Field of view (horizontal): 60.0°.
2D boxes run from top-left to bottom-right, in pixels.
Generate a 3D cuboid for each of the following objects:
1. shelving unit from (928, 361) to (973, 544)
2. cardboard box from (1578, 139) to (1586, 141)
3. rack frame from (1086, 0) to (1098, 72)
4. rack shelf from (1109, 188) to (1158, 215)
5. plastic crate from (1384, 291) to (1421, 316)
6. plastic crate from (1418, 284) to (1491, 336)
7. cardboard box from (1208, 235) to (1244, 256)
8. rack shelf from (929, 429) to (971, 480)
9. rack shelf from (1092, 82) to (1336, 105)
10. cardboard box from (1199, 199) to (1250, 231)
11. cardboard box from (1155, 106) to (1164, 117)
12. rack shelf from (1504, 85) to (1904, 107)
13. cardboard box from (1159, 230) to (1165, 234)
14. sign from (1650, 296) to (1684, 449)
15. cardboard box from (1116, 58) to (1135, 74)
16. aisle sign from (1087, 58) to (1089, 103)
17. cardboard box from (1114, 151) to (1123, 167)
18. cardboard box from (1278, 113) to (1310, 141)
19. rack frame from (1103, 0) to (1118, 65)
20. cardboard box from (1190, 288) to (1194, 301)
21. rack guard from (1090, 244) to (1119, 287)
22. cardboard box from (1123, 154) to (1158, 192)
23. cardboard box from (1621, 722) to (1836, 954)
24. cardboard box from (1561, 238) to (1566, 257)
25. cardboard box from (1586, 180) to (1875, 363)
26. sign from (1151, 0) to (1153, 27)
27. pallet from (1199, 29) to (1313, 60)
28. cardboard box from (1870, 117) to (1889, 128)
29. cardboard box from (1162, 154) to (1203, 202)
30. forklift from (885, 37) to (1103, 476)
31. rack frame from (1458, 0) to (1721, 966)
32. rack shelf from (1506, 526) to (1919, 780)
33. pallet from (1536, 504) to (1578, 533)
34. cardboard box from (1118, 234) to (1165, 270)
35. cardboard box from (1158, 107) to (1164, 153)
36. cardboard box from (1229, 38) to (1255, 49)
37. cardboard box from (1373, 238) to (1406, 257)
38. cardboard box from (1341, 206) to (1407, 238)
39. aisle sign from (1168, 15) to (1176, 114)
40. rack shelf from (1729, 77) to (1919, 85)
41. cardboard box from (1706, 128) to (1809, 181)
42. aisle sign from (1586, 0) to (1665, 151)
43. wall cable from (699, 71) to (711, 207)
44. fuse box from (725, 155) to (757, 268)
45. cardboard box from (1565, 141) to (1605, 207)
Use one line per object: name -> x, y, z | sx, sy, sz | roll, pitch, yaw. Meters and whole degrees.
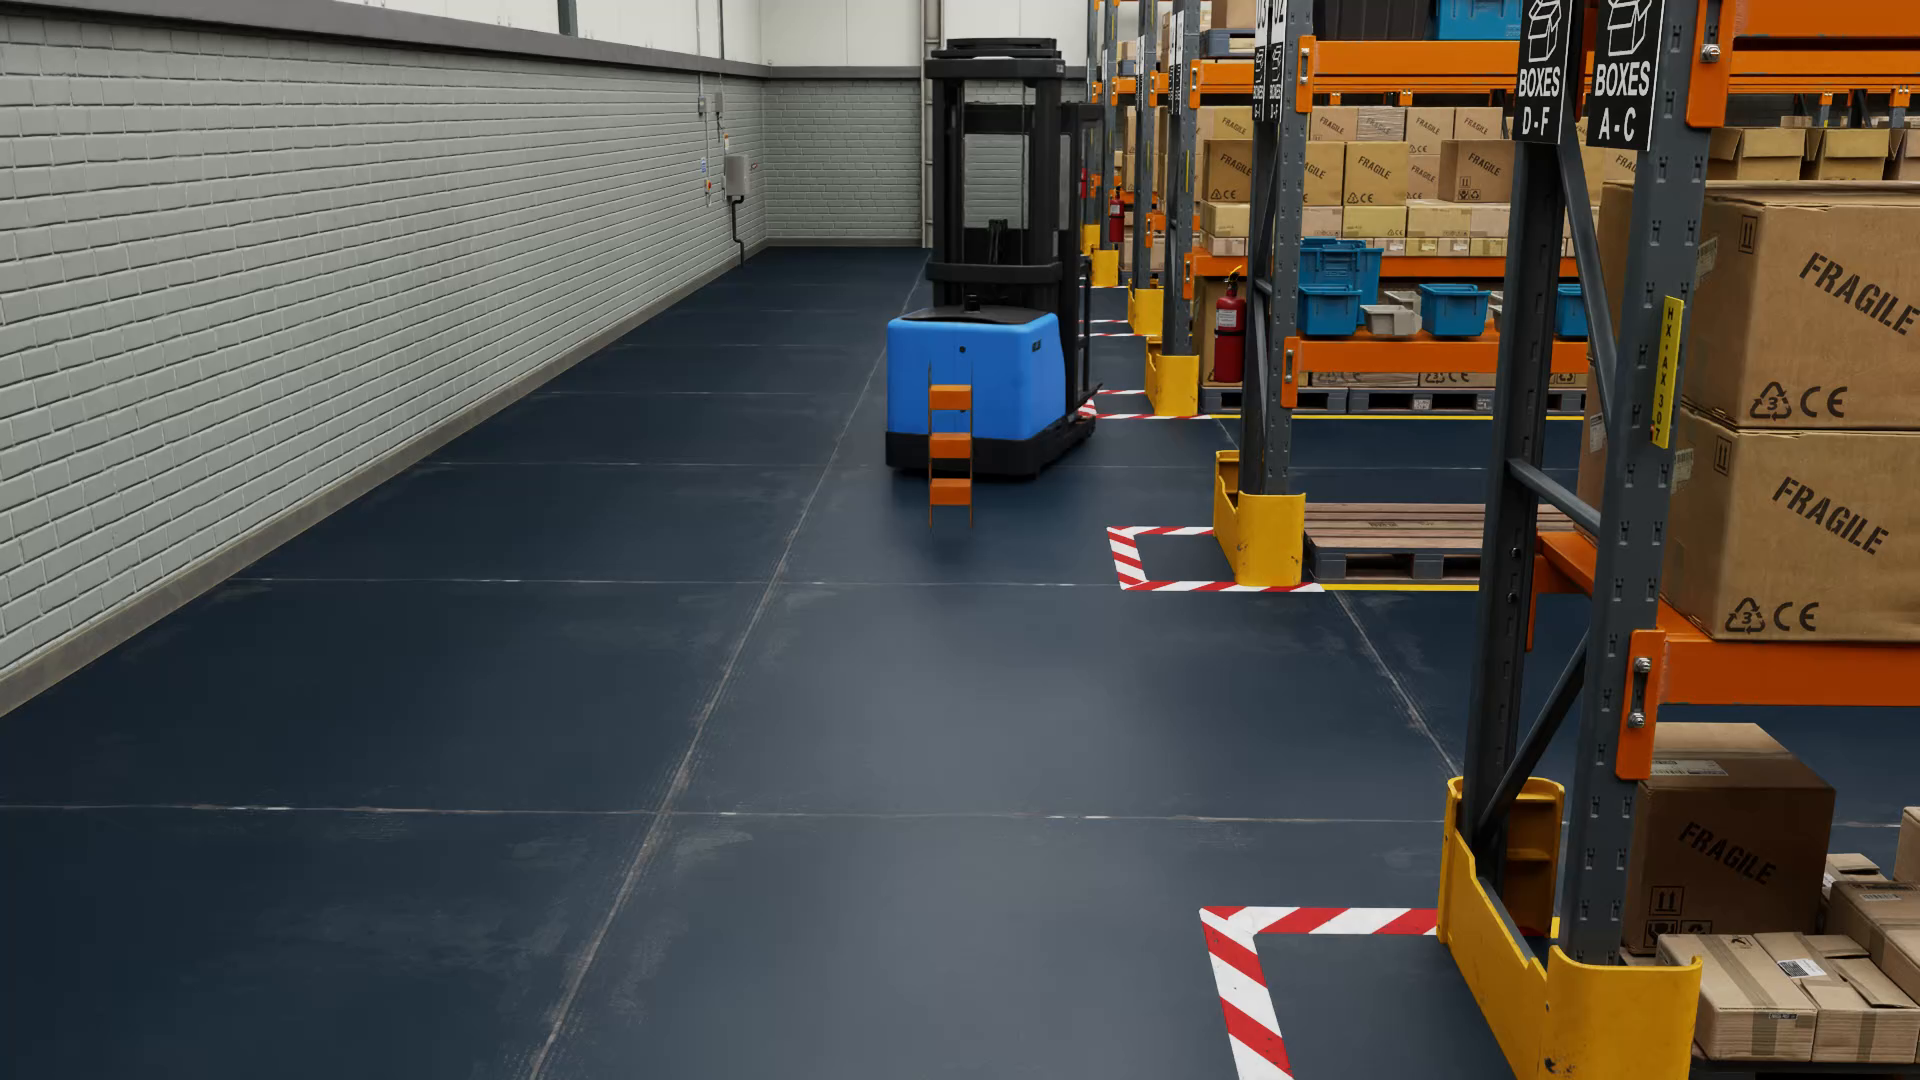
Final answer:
shelving unit -> -0.054, -0.508, 9.707 | 0.252, 1.050, 0.215 | 0, 15, 1
cardboard box -> 5.351, -3.091, 13.918 | 0.500, 0.500, 0.500 | 0, 15, 1
rack frame -> 2.201, -9.309, 27.484 | 0.127, 3.000, 1.000 | 0, 15, 1
rack shelf -> 4.077, -4.782, 23.494 | 4.000, 0.370, 1.077 | 0, 15, 1
plastic crate -> 2.518, -1.295, 9.266 | 0.243, 0.136, 0.396 | 0, 15, 1
plastic crate -> 2.595, -1.210, 8.758 | 0.300, 0.233, 0.416 | 0, 15, 1
cardboard box -> 2.171, -2.407, 13.577 | 0.250, 0.149, 0.380 | 1, 15, 2
rack shelf -> -0.054, -0.498, 9.710 | 0.240, 0.259, 0.215 | 0, 15, 1
rack shelf -> 4.200, -7.498, 27.909 | 4.000, 0.370, 1.077 | 0, 15, 1
cardboard box -> 2.316, -2.751, 14.098 | 0.500, 0.250, 0.500 | 0, 15, 1
cardboard box -> 2.689, -5.931, 23.014 | 0.250, 0.149, 0.380 | 1, 15, 3
rack shelf -> 8.050, -4.943, 18.225 | 4.000, 0.370, 1.077 | 0, 15, 1
cardboard box -> 3.663, -5.359, 28.349 | 0.500, 0.500, 0.700 | 1, 15, 4
sign -> 1.554, -0.369, 3.662 | 0.005, 0.325, 0.100 | 0, 15, 1
cardboard box -> 2.637, -7.857, 27.573 | 0.500, 0.250, 0.500 | 0, 15, 1
aisle sign -> 2.125, -7.591, 27.636 | 0.004, 0.787, 0.394 | 0, 15, 1
cardboard box -> 2.648, -6.408, 27.959 | 0.500, 0.250, 0.500 | 0, 15, 2
cardboard box -> 3.518, -4.474, 18.178 | 0.500, 0.500, 0.500 | 0, 15, 0
rack frame -> 2.078, -8.043, 22.686 | 0.127, 3.000, 1.000 | 0, 15, 1
cardboard box -> 2.570, -2.779, 18.675 | 0.250, 0.149, 0.380 | 1, 15, 4
rack guard -> 2.054, -3.934, 23.771 | 0.348, 0.500, 1.175 | 0, 15, 1
cardboard box -> 2.550, -5.114, 23.149 | 0.500, 0.500, 0.500 | 0, 15, 1
cardboard box -> 2.118, 0.848, 4.785 | 0.500, 0.500, 0.500 | 0, 15, 1
cardboard box -> 4.739, -2.391, 13.516 | 0.250, 0.149, 0.380 | 1, 15, 2
cardboard box -> 2.020, -0.688, 4.412 | 0.500, 0.500, 0.500 | 0, 15, 1
sign -> 2.039, -5.614, 17.646 | 0.005, 0.325, 0.100 | 0, 15, 1
pallet -> 2.567, -4.021, 13.493 | 1.213, 0.211, 1.003 | 0, 15, 1
cardboard box -> 12.643, -5.716, 22.750 | 0.250, 0.149, 0.380 | 0, 15, -1
cardboard box -> 2.494, -3.998, 18.335 | 0.500, 0.500, 0.500 | 1, 15, 4
forklift -> 0.415, -2.185, 12.374 | 1.130, 2.935, 3.031 | 5, 15, 17
rack frame -> 1.568, -0.089, 4.297 | 0.127, 3.000, 1.000 | 0, 15, 1
rack shelf -> 3.567, 0.272, 4.340 | 4.000, 0.370, 1.077 | 0, 15, 1
pallet -> 3.738, 0.020, 9.350 | 1.213, 0.211, 1.003 | 0, 15, 1
cardboard box -> 2.740, -4.128, 23.805 | 0.875, 0.438, 0.875 | 0, 15, 0
cardboard box -> 2.516, -4.616, 18.715 | 0.500, 0.500, 0.500 | 0, 15, 0
cardboard box -> 3.006, -5.427, 17.963 | 0.500, 0.250, 0.500 | 0, 15, 1
cardboard box -> 3.457, -2.400, 13.547 | 0.250, 0.149, 0.380 | 0, 15, 1
cardboard box -> 3.320, -2.609, 13.559 | 0.500, 0.250, 0.500 | 0, 15, 0
aisle sign -> 1.760, -3.949, 13.833 | 0.004, 0.787, 0.394 | 0, 15, 1
rack shelf -> 7.823, -3.679, 13.433 | 4.000, 0.370, 1.077 | 0, 15, 1
cardboard box -> 6.462, -3.121, 13.625 | 0.637, 0.503, 0.797 | 0, 15, 0
aisle sign -> 1.492, -1.271, 3.683 | 0.004, 0.787, 0.394 | 0, 15, 1
wall cable -> -3.560, -5.680, 23.435 | 0.123, 1.953, 0.585 | 0, 15, 1
fuse box -> -3.360, -5.085, 25.759 | 0.414, 1.711, 0.539 | 0, 15, 1
cardboard box -> 4.856, -2.962, 13.429 | 0.500, 0.500, 0.500 | 1, 15, 2
